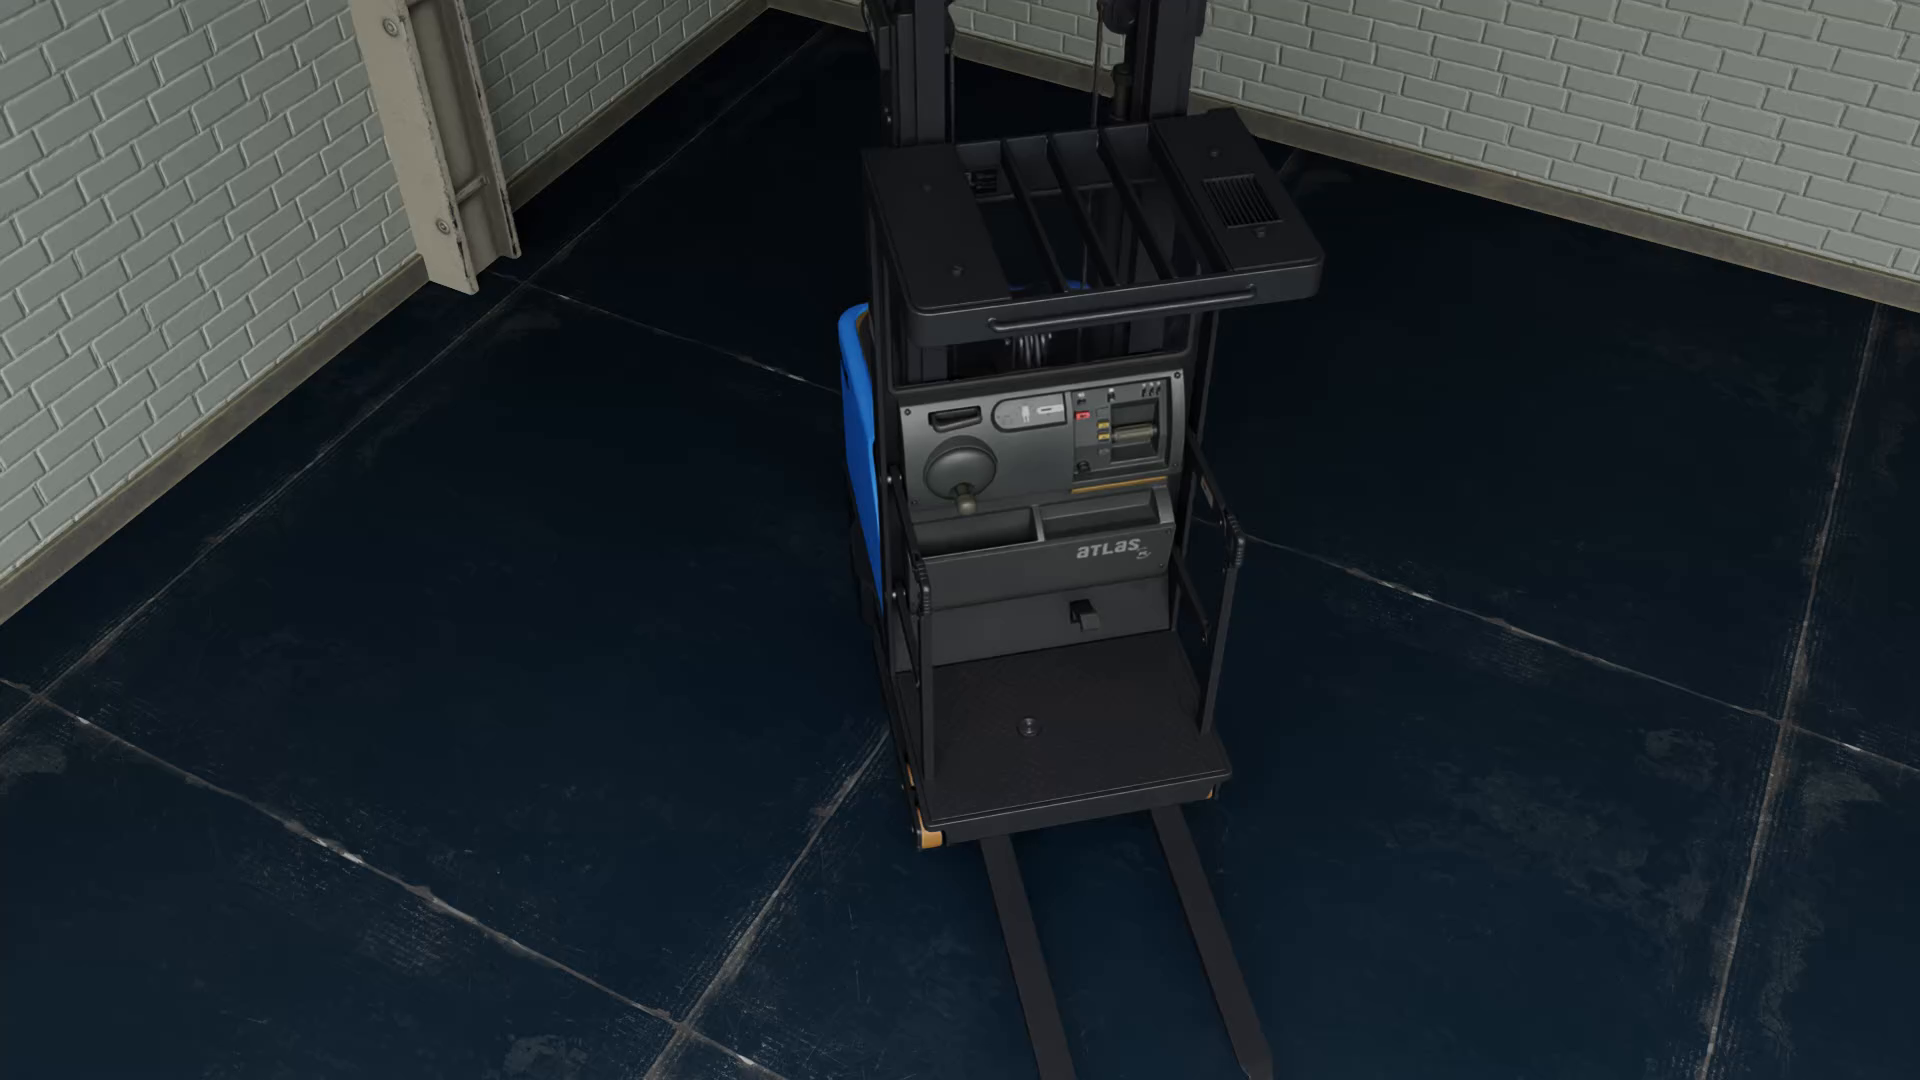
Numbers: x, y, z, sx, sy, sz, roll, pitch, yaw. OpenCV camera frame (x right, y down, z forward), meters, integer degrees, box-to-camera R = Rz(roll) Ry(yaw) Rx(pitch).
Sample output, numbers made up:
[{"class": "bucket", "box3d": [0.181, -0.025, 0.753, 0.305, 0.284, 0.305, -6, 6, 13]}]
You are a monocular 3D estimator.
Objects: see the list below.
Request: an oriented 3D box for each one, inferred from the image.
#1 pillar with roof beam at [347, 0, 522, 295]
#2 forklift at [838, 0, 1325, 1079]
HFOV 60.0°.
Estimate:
[{"class": "pillar with roof beam", "box3d": [1.357, -3.128, 3.794, 9.100, 9.000, 0.400, 20, 49, 19]}, {"class": "forklift", "box3d": [0.318, -0.227, 5.193, 1.130, 2.935, 3.031, -8, 46, -8]}]
